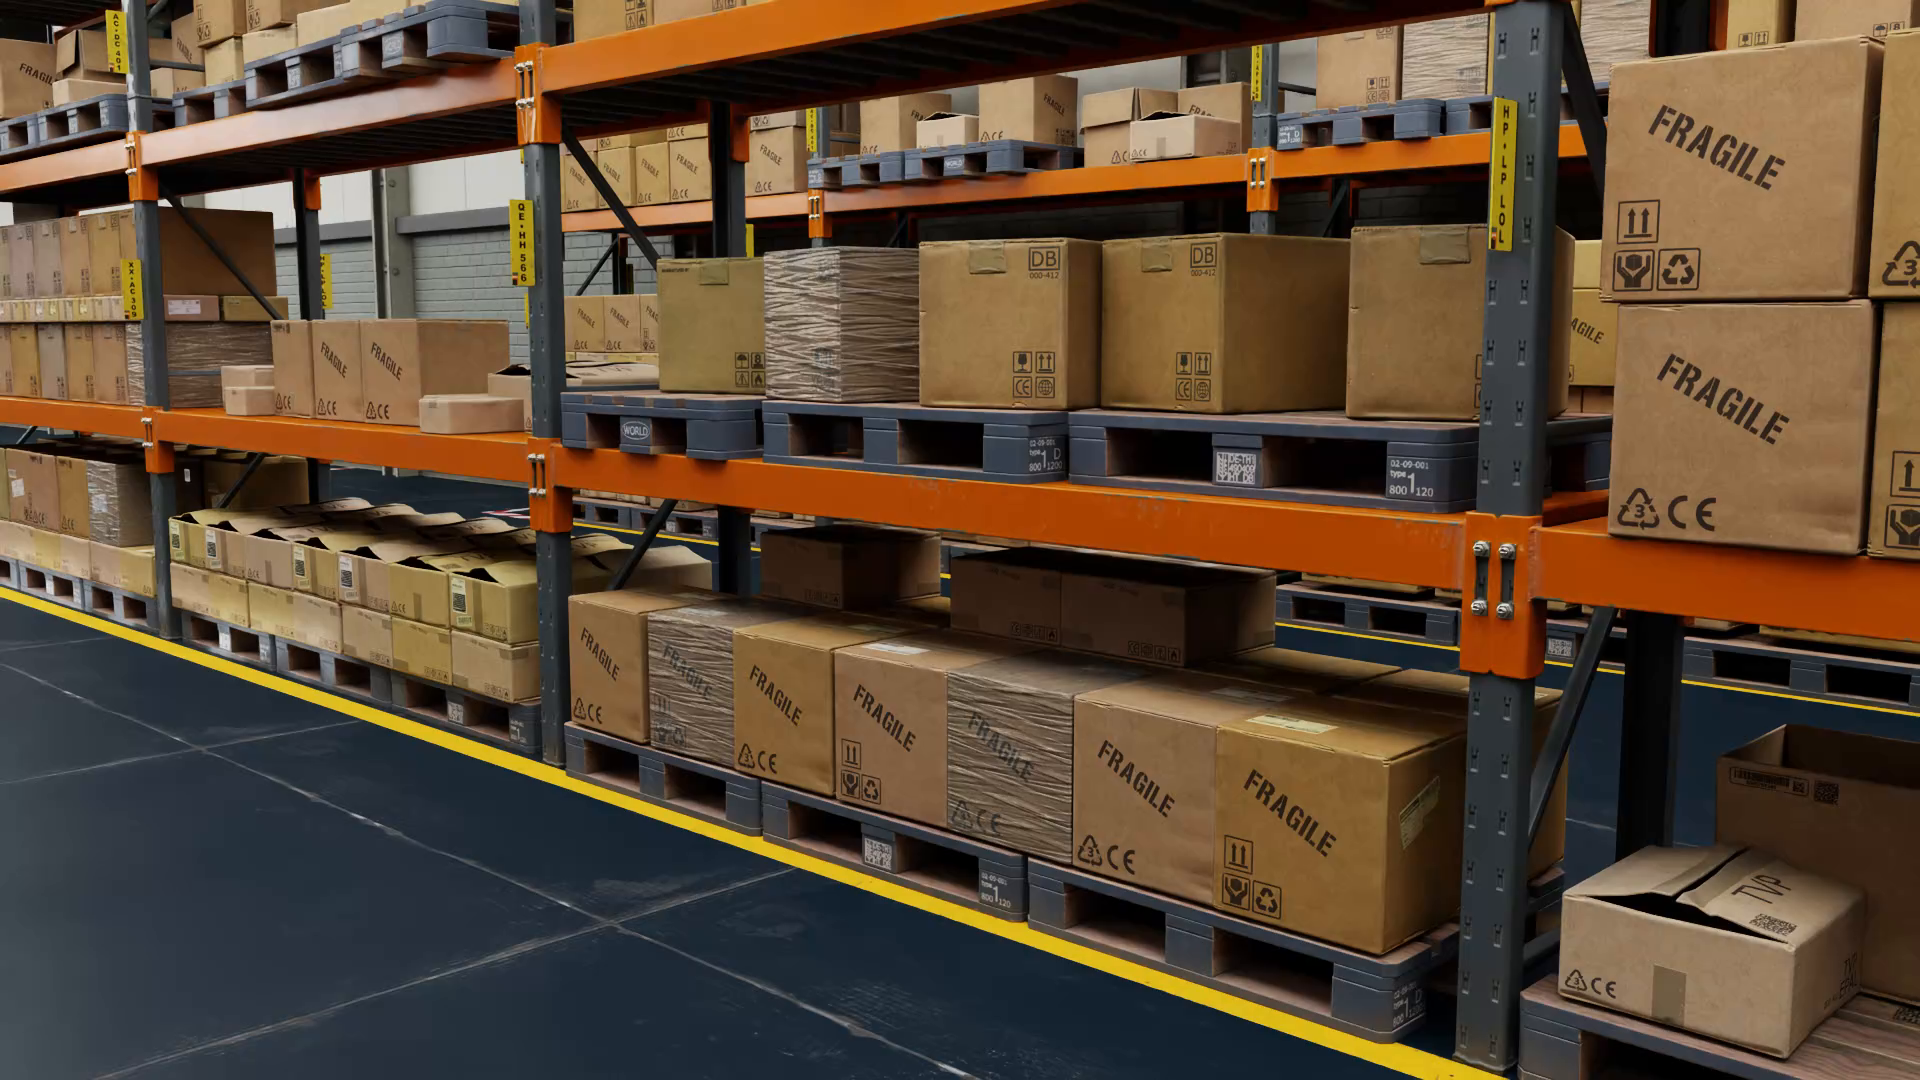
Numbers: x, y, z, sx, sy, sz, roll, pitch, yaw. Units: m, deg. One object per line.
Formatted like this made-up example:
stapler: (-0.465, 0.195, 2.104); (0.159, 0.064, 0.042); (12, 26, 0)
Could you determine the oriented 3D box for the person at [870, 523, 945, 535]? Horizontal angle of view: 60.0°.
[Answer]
person: (-0.312, -0.155, 8.493); (0.462, 1.665, 0.722); (-5, 9, -37)
